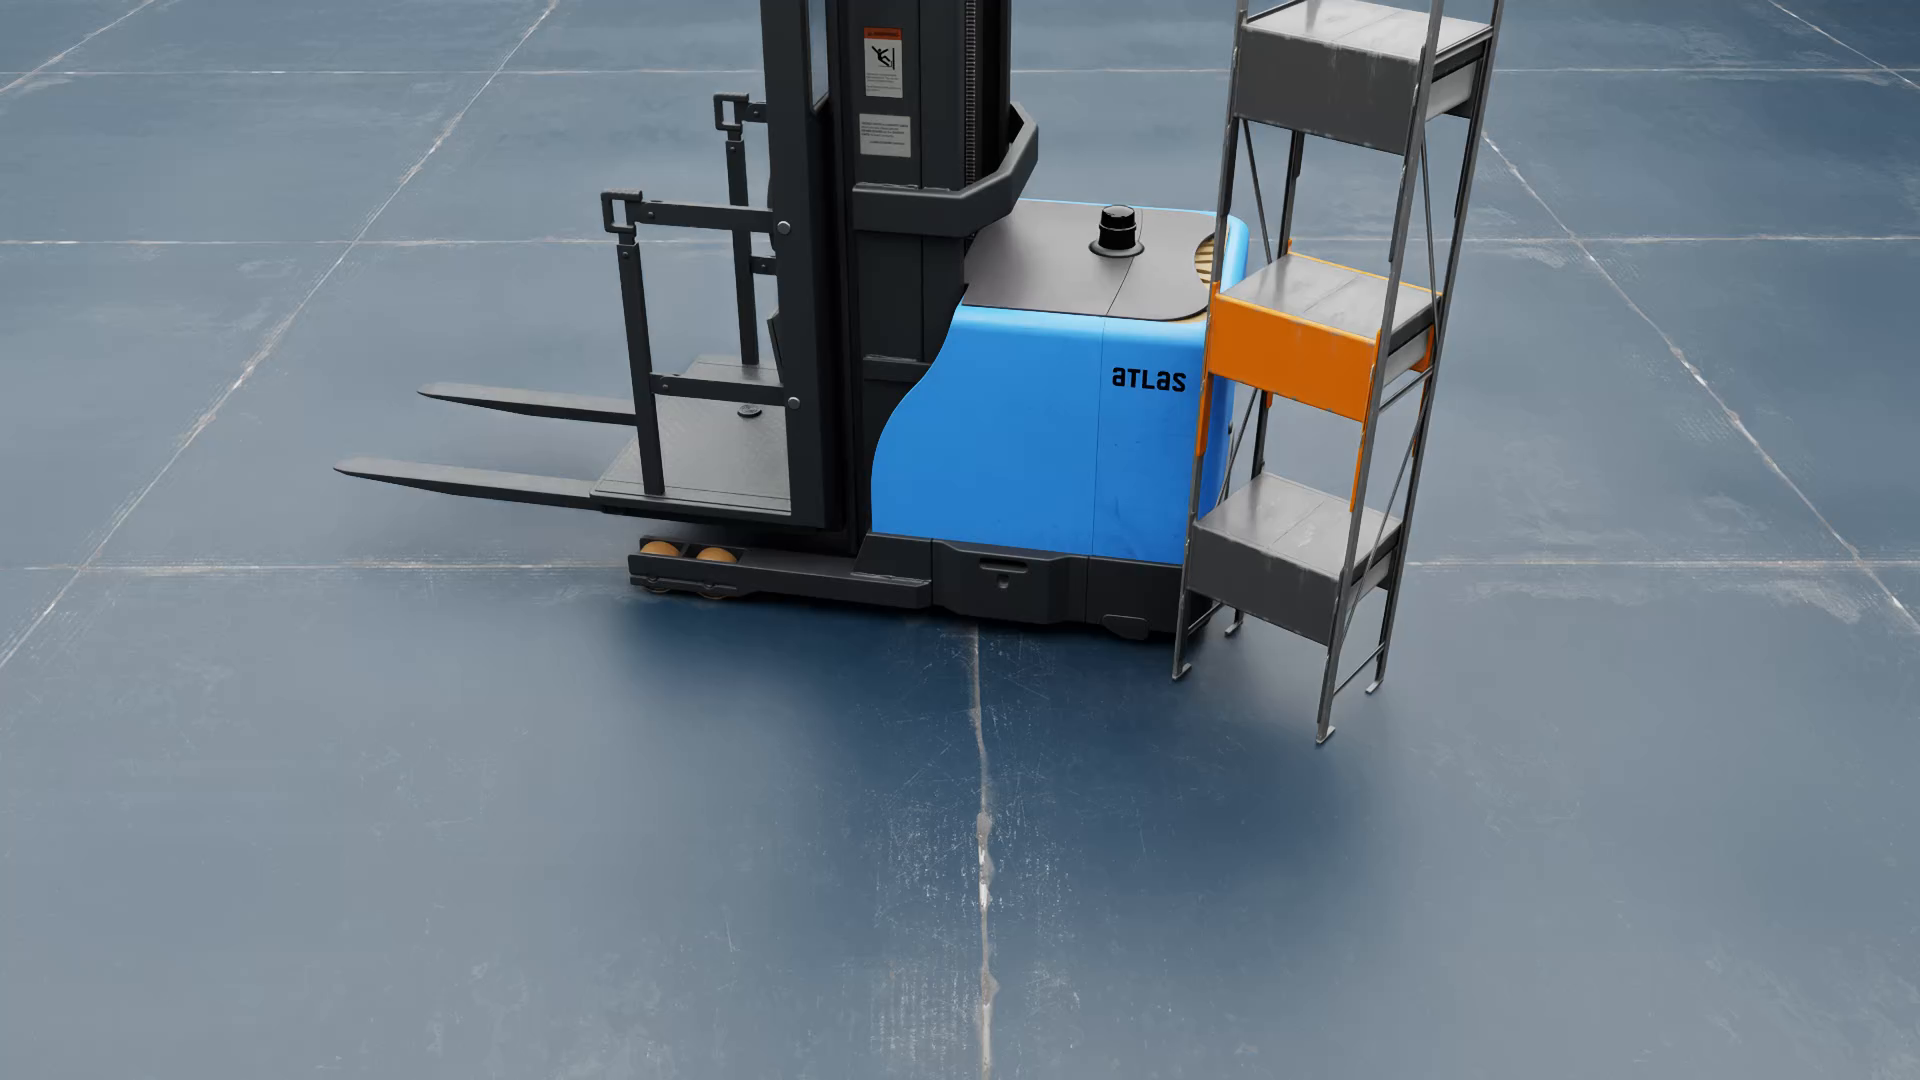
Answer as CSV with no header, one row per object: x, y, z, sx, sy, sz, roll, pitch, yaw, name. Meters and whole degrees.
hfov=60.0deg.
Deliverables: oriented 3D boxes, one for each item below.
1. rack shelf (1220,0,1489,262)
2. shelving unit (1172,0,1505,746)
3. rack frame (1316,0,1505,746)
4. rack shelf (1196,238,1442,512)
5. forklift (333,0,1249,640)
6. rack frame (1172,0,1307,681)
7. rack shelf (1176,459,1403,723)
0.981,-1.052,4.130,0.480,0.518,0.431,23,38,32,rack shelf
0.974,-0.468,4.490,0.503,2.100,0.431,23,38,32,shelving unit
1.165,-0.386,4.362,0.015,2.100,0.400,23,38,32,rack frame
0.974,-0.456,4.498,0.480,0.518,0.431,23,38,32,rack shelf
-0.613,-1.320,5.099,3.031,2.935,1.130,6,32,10,forklift
0.783,-0.549,4.619,0.015,2.100,0.400,23,38,32,rack frame
0.967,0.139,4.866,0.480,0.518,0.431,23,38,32,rack shelf
